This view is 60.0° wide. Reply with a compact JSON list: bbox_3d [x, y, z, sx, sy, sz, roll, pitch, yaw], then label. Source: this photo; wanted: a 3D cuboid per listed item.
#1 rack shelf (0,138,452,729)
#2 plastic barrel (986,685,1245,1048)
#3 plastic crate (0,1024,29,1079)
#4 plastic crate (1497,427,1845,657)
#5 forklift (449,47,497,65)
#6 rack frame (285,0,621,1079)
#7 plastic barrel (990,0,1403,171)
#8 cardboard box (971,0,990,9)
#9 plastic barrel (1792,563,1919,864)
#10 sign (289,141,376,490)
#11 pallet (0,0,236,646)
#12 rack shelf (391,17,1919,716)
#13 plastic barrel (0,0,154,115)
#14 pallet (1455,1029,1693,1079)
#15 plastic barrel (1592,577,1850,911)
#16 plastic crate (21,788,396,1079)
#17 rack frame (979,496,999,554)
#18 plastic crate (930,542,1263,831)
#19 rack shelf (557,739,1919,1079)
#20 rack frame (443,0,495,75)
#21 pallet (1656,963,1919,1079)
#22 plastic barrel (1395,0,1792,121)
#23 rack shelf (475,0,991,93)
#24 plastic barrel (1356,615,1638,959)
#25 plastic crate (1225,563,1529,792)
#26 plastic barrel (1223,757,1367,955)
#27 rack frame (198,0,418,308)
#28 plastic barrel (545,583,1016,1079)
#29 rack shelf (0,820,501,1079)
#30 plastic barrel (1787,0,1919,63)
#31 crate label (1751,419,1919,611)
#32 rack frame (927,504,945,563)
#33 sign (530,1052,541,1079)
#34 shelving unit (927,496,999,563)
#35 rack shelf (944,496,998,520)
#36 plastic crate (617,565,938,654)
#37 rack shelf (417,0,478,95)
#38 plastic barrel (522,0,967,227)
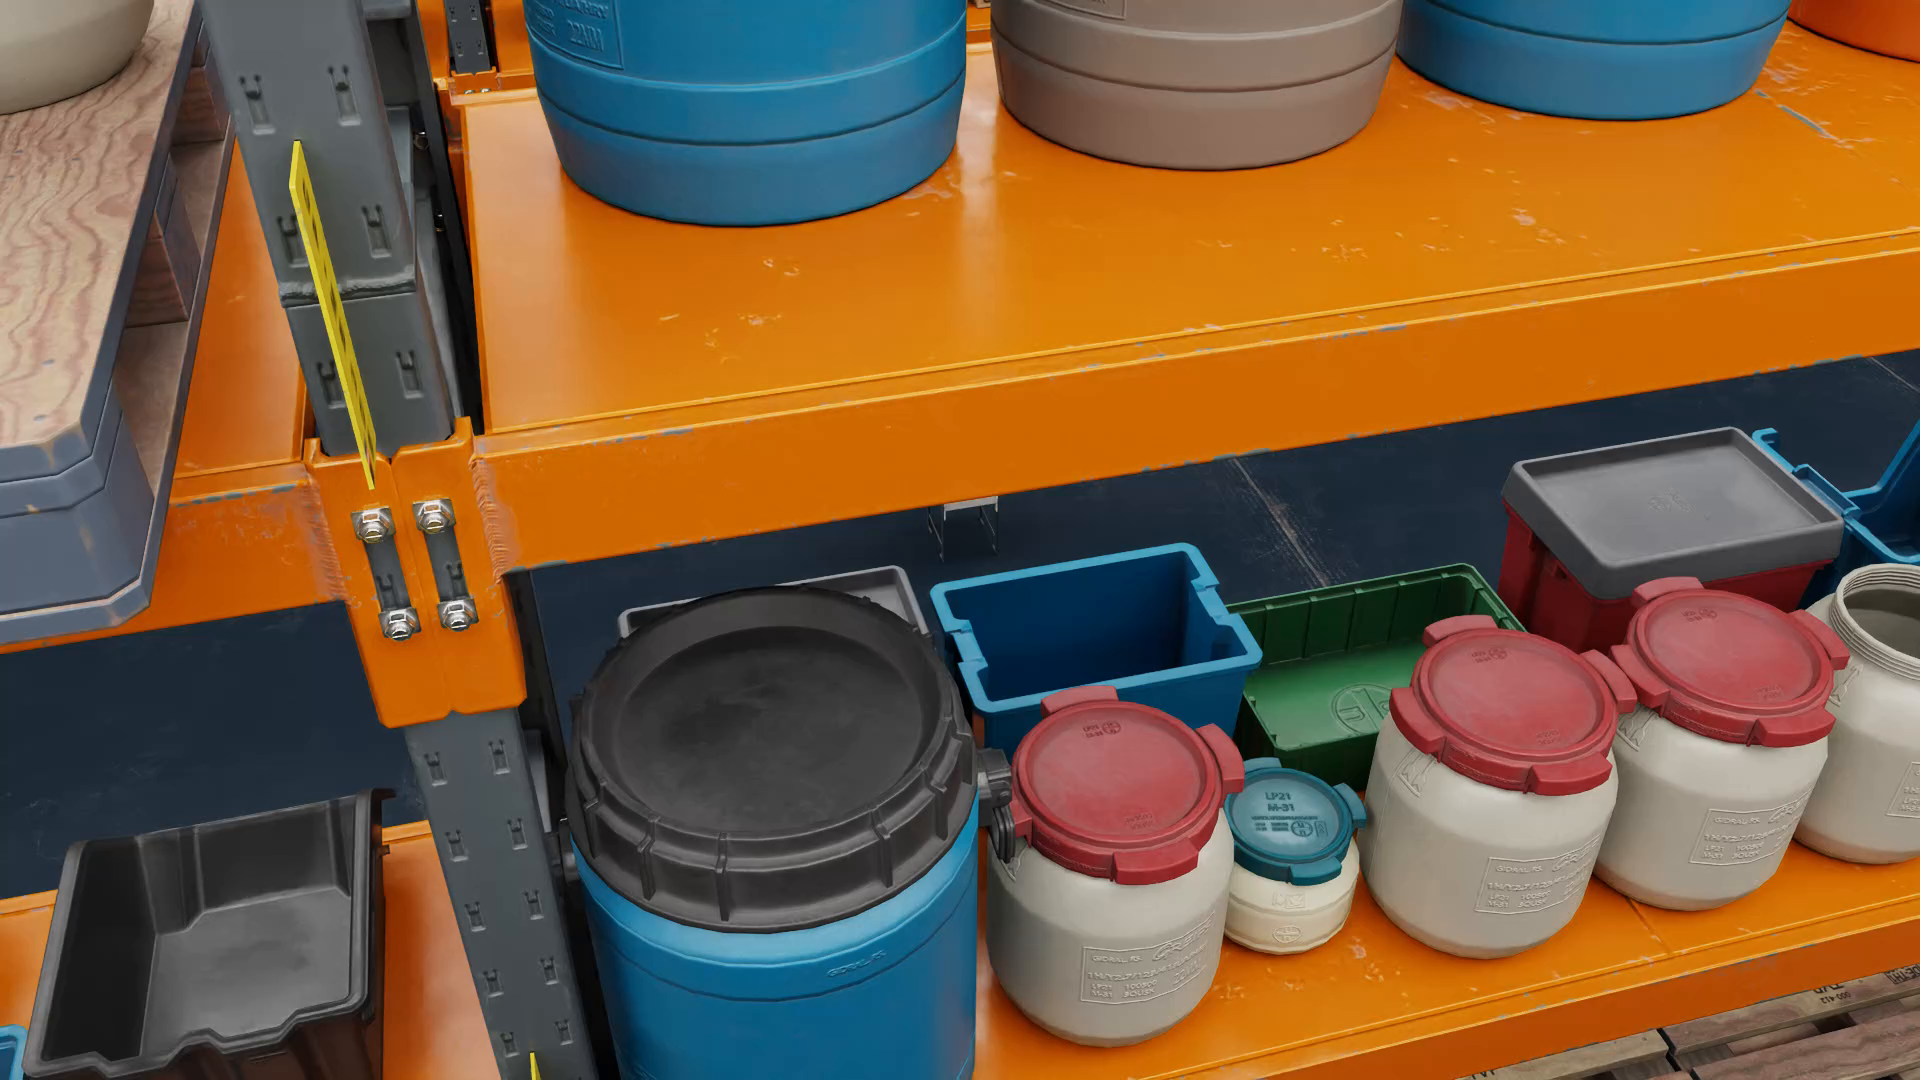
[{"bbox_3d":[-2.654,0.076,1.805,4.000,0.370,1.077,-9,38,-12],"label":"rack shelf"},{"bbox_3d":[0.258,0.588,2.901,0.433,0.535,0.433,0,37,0],"label":"plastic barrel"},{"bbox_3d":[-1.721,1.058,2.520,0.616,0.251,0.499,-9,38,-12],"label":"plastic crate"},{"bbox_3d":[1.499,0.082,3.621,0.583,0.464,0.402,-9,38,-12],"label":"plastic crate"},{"bbox_3d":[-3.581,-3.460,8.361,3.031,2.935,1.130,-10,38,-12],"label":"forklift"},{"bbox_3d":[-0.723,0.665,2.912,0.127,3.000,1.000,-9,38,-12],"label":"rack frame"},{"bbox_3d":[0.343,-1.037,2.256,0.600,0.901,0.600,0,37,0],"label":"plastic barrel"},{"bbox_3d":[0.235,-2.639,7.149,0.500,0.500,0.500,-11,39,-14],"label":"cardboard box"},{"bbox_3d":[1.794,0.342,3.243,0.421,0.512,0.421,0,37,0],"label":"plastic barrel"},{"bbox_3d":[-0.591,-0.206,1.574,0.005,0.325,0.100,-9,38,-12],"label":"sign"},{"bbox_3d":[-1.394,-0.280,1.834,1.003,0.211,1.213,-9,38,-12],"label":"pallet"},{"bbox_3d":[1.208,-0.558,2.634,4.000,0.370,1.077,-9,38,-12],"label":"rack shelf"},{"bbox_3d":[-1.190,-0.785,1.901,0.421,0.512,0.421,0,37,0],"label":"plastic barrel"},{"bbox_3d":[1.205,1.430,4.207,1.213,0.211,1.003,-9,38,-12],"label":"pallet"},{"bbox_3d":[1.384,0.403,3.143,0.433,0.535,0.433,0,37,0],"label":"plastic barrel"},{"bbox_3d":[-1.262,0.698,2.920,0.504,0.338,0.767,-9,38,-12],"label":"plastic crate"},{"bbox_3d":[0.106,-0.375,5.999,0.006,0.900,0.240,-9,38,-12],"label":"rack frame"},{"bbox_3d":[0.261,0.314,3.384,0.575,0.384,0.392,-9,38,-12],"label":"plastic crate"},{"bbox_3d":[1.208,0.634,3.545,4.000,0.370,1.077,-9,38,-12],"label":"rack shelf"},{"bbox_3d":[-2.011,-2.241,6.711,0.127,3.000,1.000,-9,38,-12],"label":"rack frame"},{"bbox_3d":[2.380,1.238,4.457,1.213,0.211,1.003,-9,38,-12],"label":"pallet"},{"bbox_3d":[0.974,-1.141,2.391,0.708,0.901,0.600,-9,38,-12],"label":"plastic barrel"},{"bbox_3d":[-0.080,-2.273,7.344,4.000,0.370,1.077,-9,38,-12],"label":"rack shelf"},{"bbox_3d":[0.966,0.472,3.053,0.433,0.535,0.433,0,37,0],"label":"plastic barrel"},{"bbox_3d":[0.884,0.307,3.554,0.662,0.188,0.450,-9,38,-12],"label":"plastic crate"},{"bbox_3d":[0.595,0.600,3.111,0.301,0.262,0.301,0,37,0],"label":"plastic barrel"},{"bbox_3d":[-0.723,-1.718,1.090,0.127,3.000,1.000,-9,38,-12],"label":"rack frame"},{"bbox_3d":[-0.271,0.582,2.608,0.708,0.901,0.600,-9,38,-12],"label":"plastic barrel"},{"bbox_3d":[-2.654,1.267,2.717,4.000,0.370,1.077,-9,38,-12],"label":"rack shelf"},{"bbox_3d":[1.658,-1.225,2.560,0.708,0.830,0.600,-9,38,-12],"label":"plastic barrel"},{"bbox_3d":[2.109,0.016,3.732,0.616,0.435,0.502,-9,38,-12],"label":"crate label"},{"bbox_3d":[-0.090,-0.343,5.957,0.006,0.900,0.240,-9,38,-12],"label":"rack frame"},{"bbox_3d":[-0.591,0.879,2.404,0.005,0.325,0.100,-9,38,-12],"label":"sign"},{"bbox_3d":[0.008,-0.359,5.978,0.210,0.900,0.258,-9,38,-12],"label":"shelving unit"},{"bbox_3d":[0.008,-0.189,6.108,0.200,0.077,0.258,-9,38,-12],"label":"rack shelf"},{"bbox_3d":[-0.336,0.383,3.228,0.583,0.464,0.402,-9,38,-12],"label":"plastic crate"},{"bbox_3d":[-3.942,-1.639,6.516,4.000,0.370,1.077,-9,38,-12],"label":"rack shelf"},{"bbox_3d":[-0.289,-0.934,2.120,0.708,0.901,0.600,-9,38,-12],"label":"plastic barrel"}]
